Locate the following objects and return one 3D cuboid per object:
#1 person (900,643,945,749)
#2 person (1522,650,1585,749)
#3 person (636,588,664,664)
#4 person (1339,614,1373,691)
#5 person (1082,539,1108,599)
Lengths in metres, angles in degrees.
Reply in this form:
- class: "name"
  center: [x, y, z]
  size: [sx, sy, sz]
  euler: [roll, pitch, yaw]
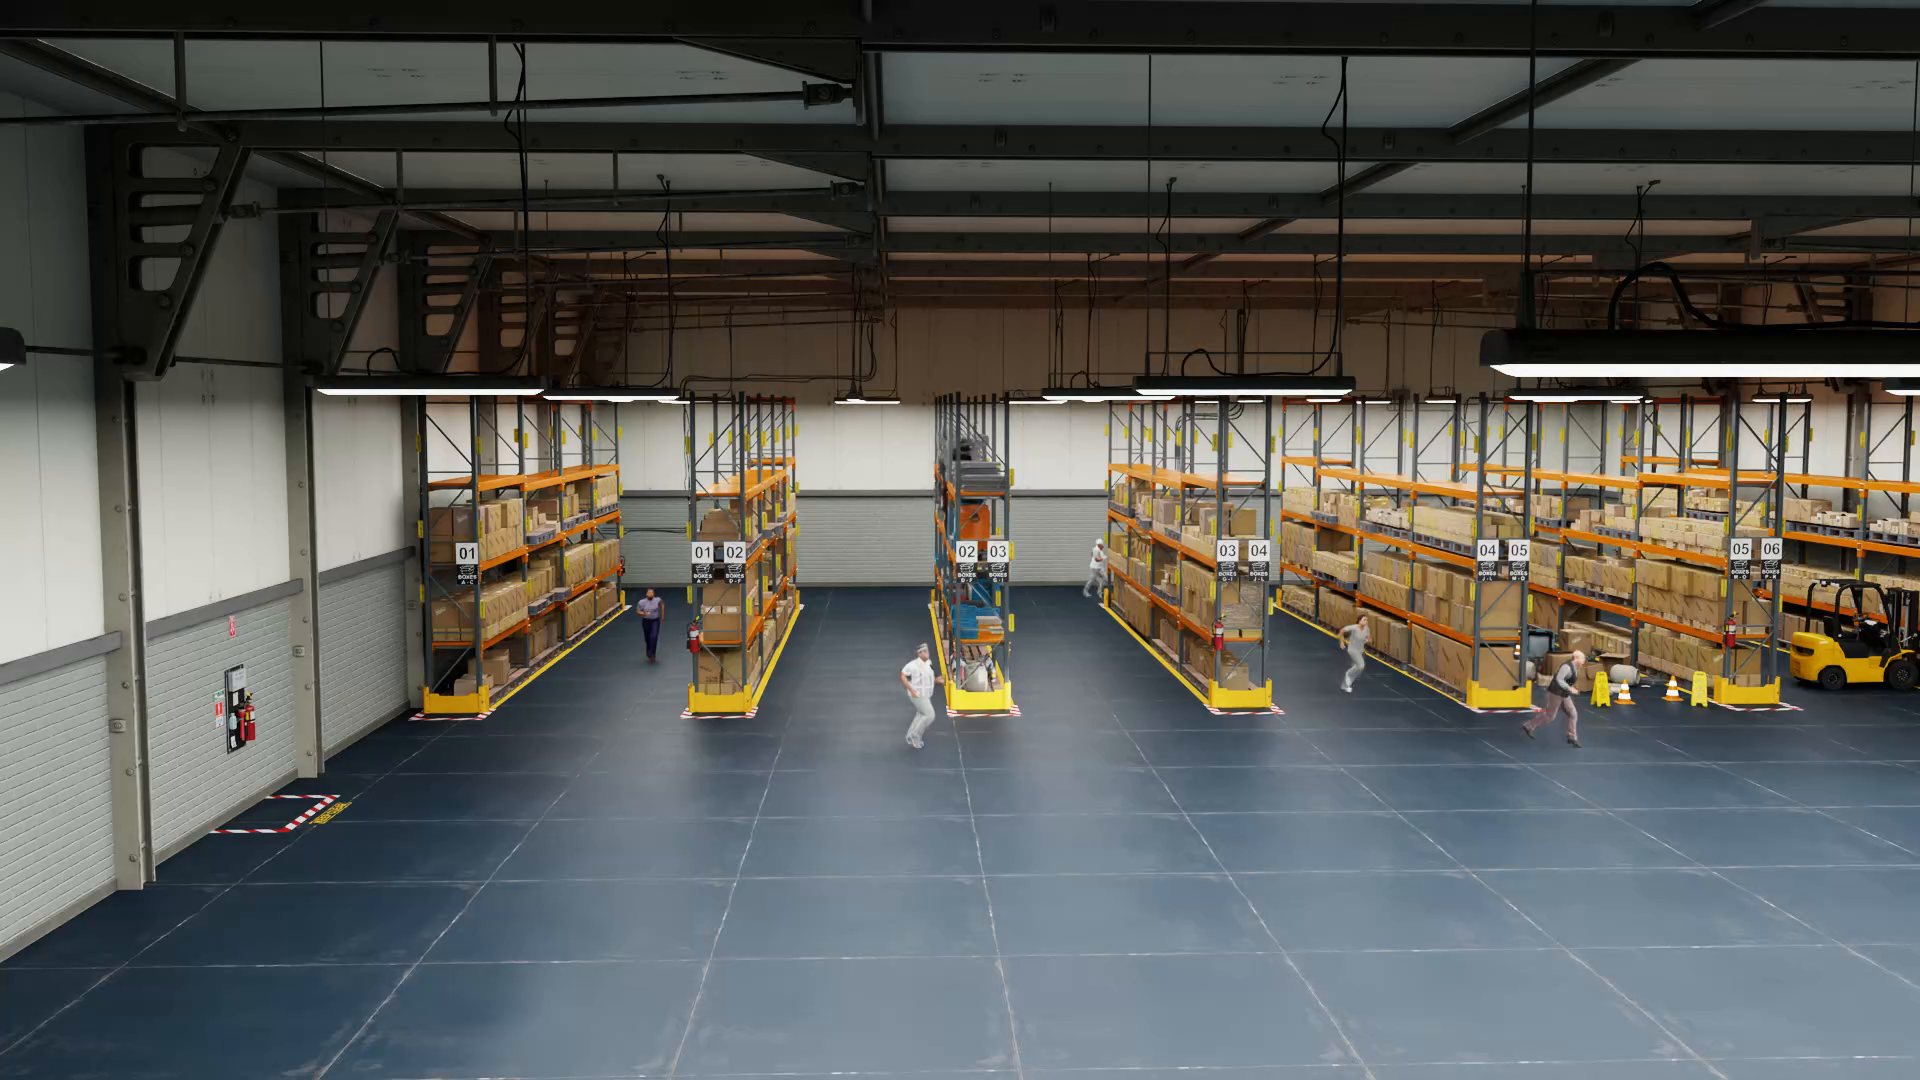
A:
- class: "person"
  center: [-0.604, 2.618, 27.954]
  size: [0.692, 1.793, 0.632]
  euler: [2, 5, 25]
- class: "person"
  center: [10.054, 2.670, 28.138]
  size: [1.009, 1.678, 0.697]
  euler: [3, 5, 32]
- class: "person"
  center: [-6.978, 1.912, 37.487]
  size: [0.627, 1.685, 0.936]
  euler: [-1, 5, -14]
- class: "person"
  center: [7.942, 2.256, 33.296]
  size: [0.553, 1.593, 0.758]
  euler: [-3, 5, -32]
- class: "person"
  center: [4.058, 0.881, 49.585]
  size: [0.842, 1.836, 0.644]
  euler: [2, 5, 23]
